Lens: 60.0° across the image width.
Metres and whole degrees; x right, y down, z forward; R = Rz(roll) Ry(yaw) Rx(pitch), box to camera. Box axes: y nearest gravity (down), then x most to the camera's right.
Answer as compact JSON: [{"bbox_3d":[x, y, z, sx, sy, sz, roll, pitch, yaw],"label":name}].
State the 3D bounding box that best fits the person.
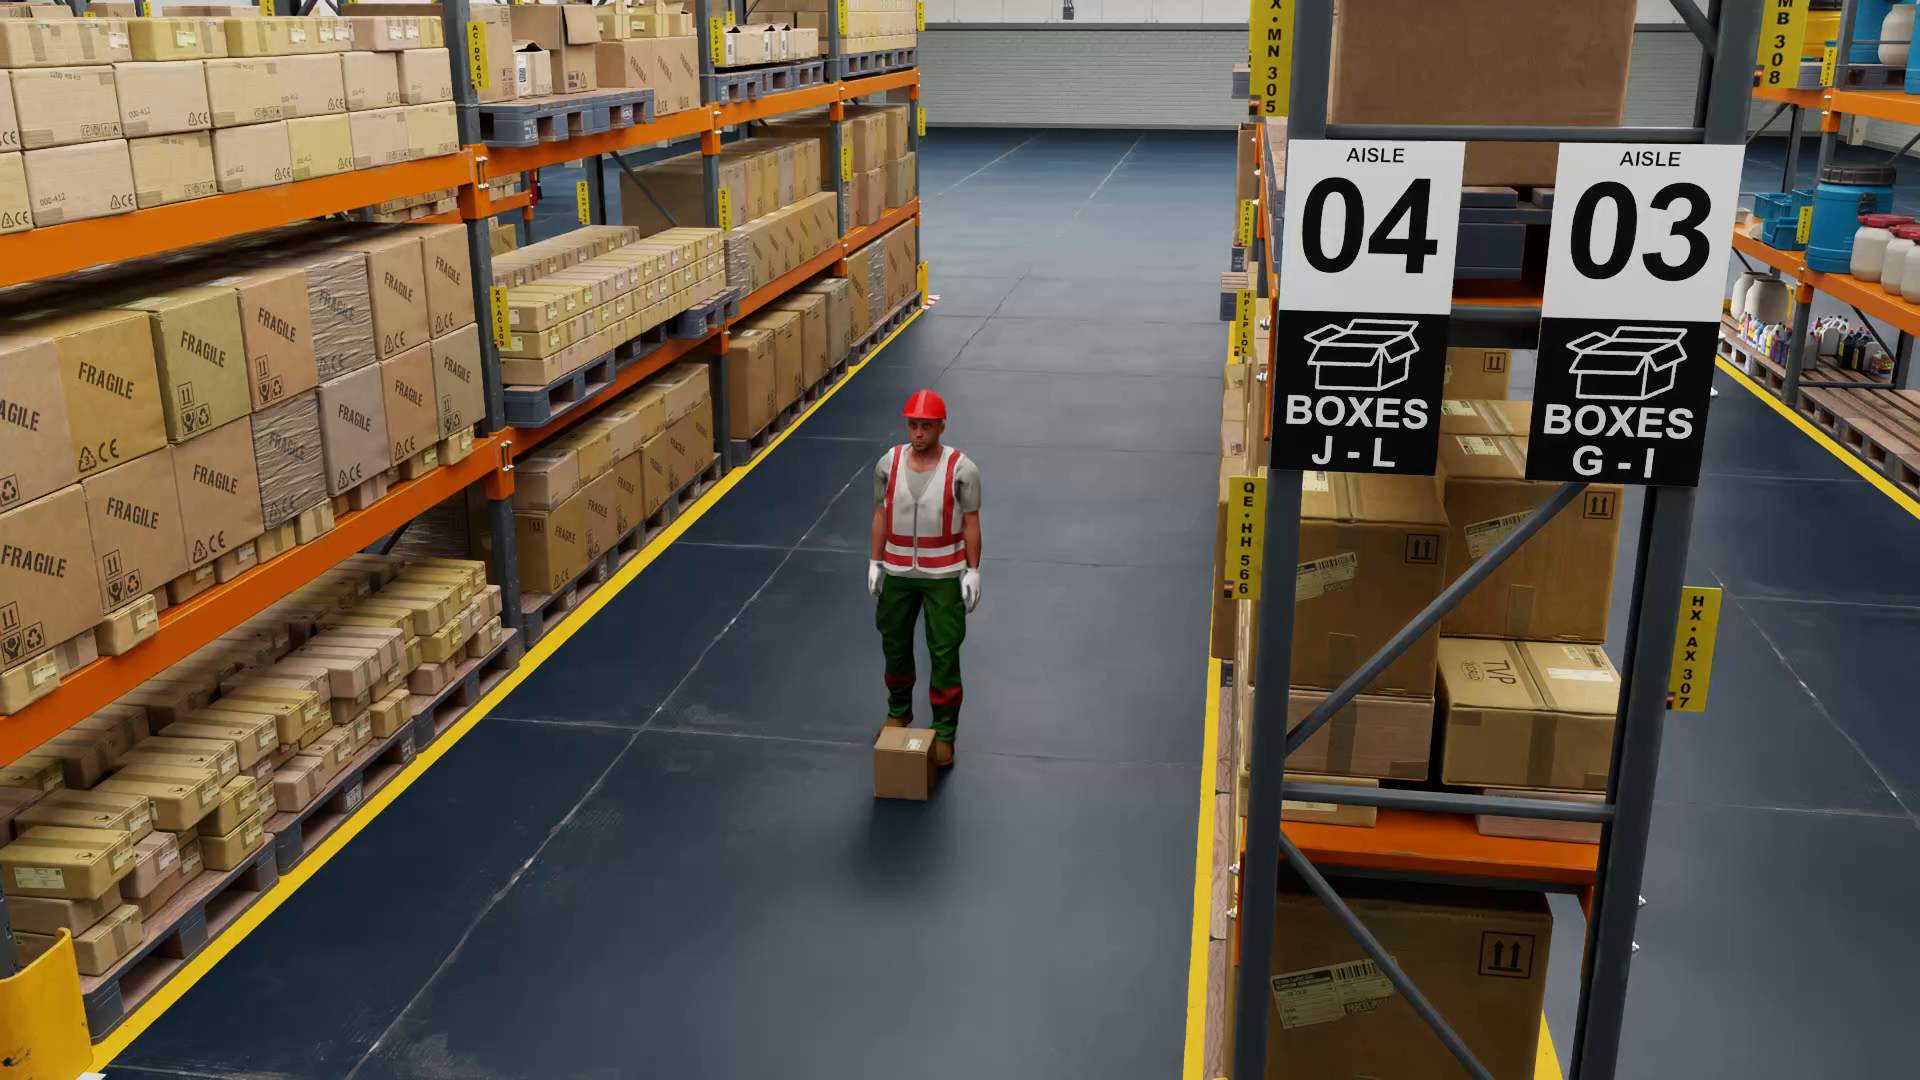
[{"bbox_3d":[-0.179,0.177,7.956,0.564,1.803,0.562,5,18,14],"label":"person"}]
